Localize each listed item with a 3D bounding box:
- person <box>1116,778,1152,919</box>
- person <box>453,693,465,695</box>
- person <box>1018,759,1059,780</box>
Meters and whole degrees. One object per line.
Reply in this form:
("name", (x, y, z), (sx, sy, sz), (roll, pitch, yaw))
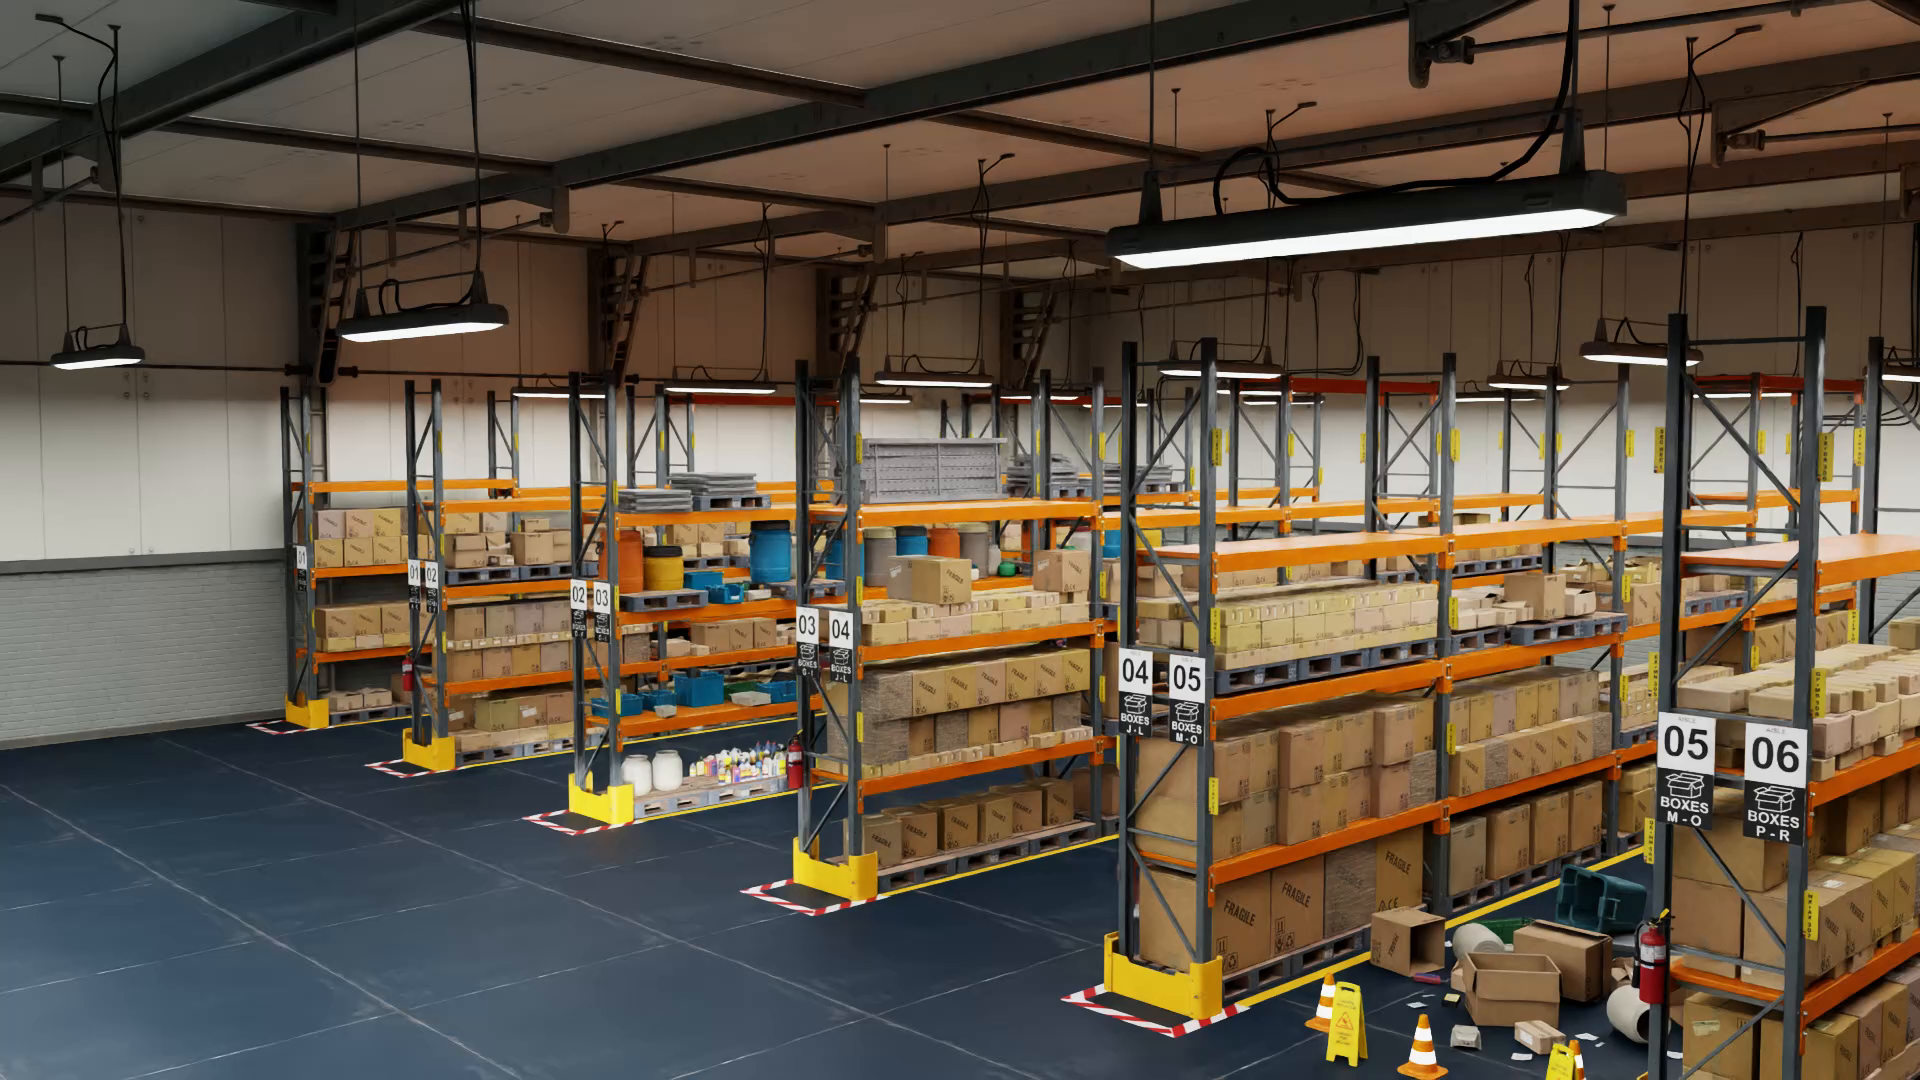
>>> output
("person", (1.971, 3.213, 17.506), (0.574, 1.625, 0.652), (3, 5, 43))
("person", (-8.521, 2.535, 28.018), (0.546, 1.681, 0.670), (2, 4, 33))
("person", (1.118, 2.830, 23.286), (0.637, 1.781, 0.738), (3, 5, 43))
